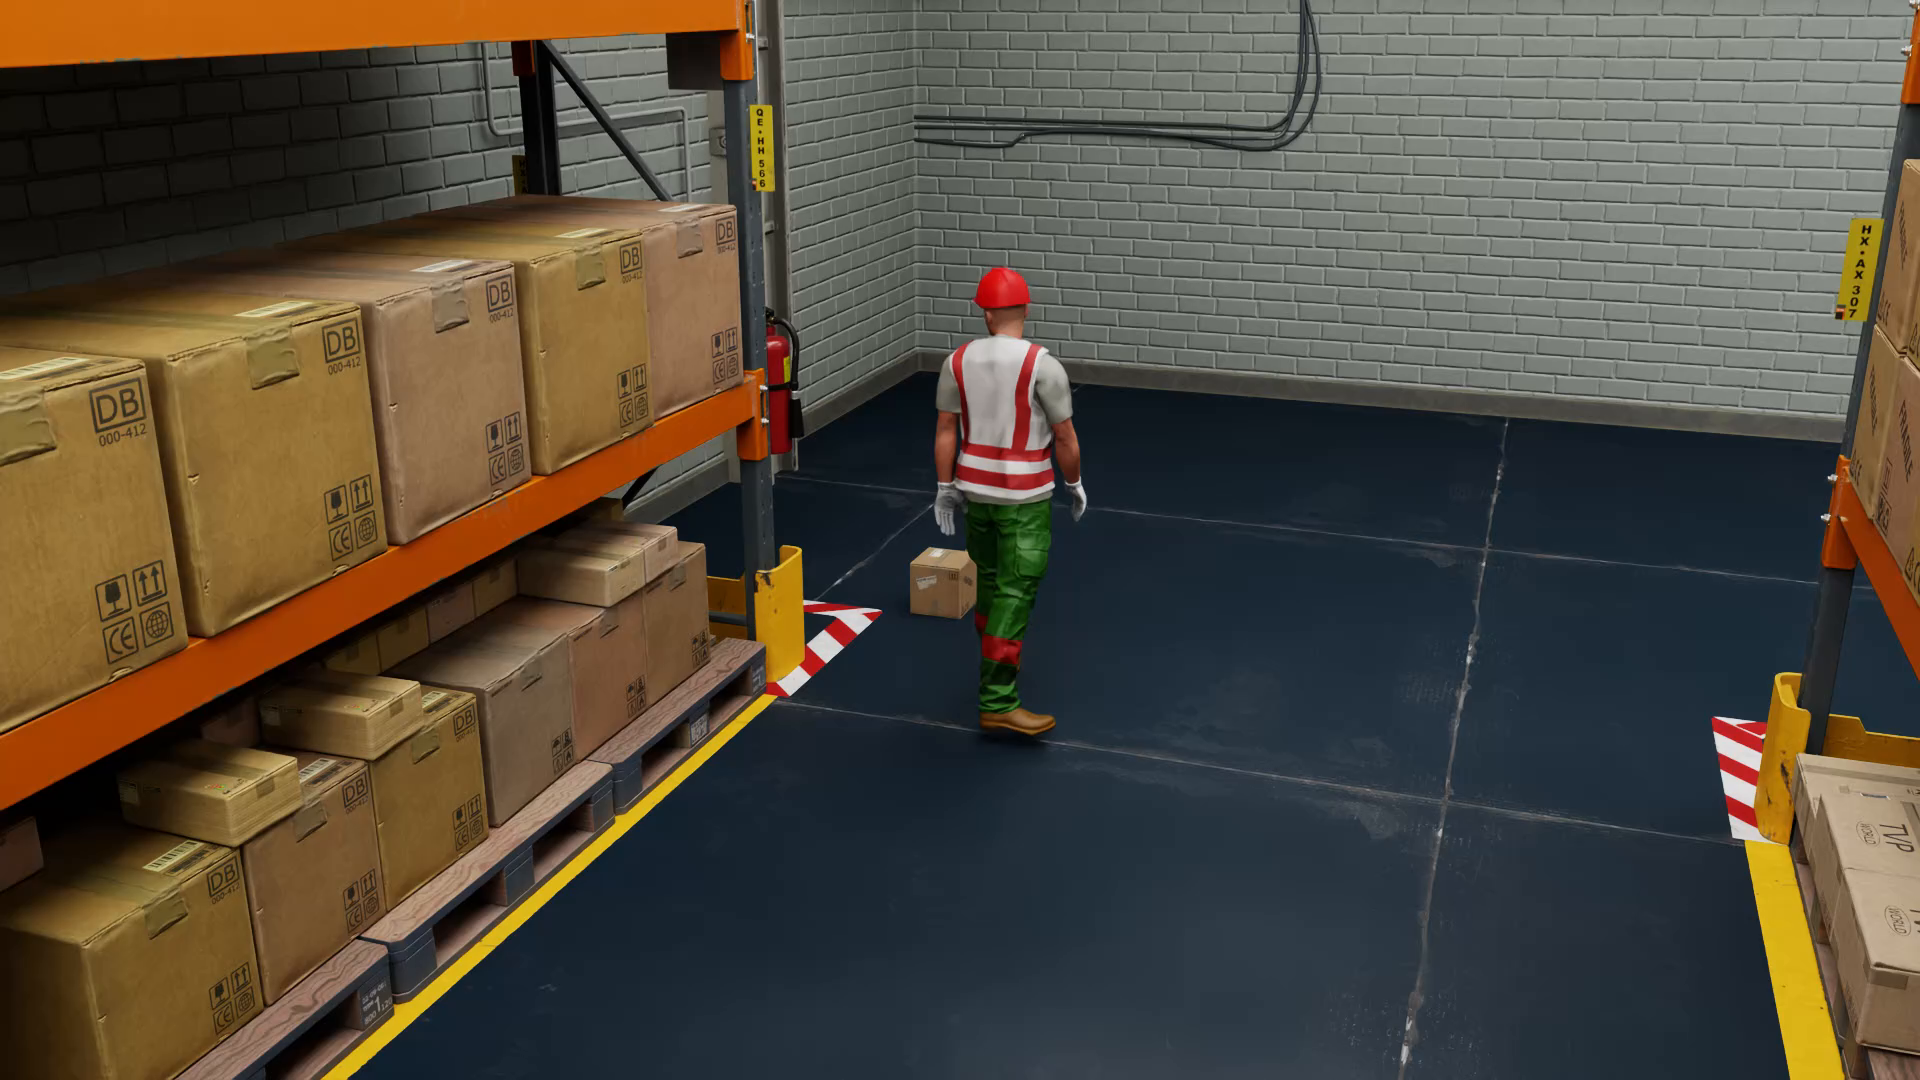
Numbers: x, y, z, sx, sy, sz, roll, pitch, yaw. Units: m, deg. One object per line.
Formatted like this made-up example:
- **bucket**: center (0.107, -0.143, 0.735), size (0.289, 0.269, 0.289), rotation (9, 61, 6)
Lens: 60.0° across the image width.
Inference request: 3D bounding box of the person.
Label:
- **person**: center (0.230, -0.167, 6.532), size (0.639, 1.776, 0.731), rotation (13, 22, 34)
